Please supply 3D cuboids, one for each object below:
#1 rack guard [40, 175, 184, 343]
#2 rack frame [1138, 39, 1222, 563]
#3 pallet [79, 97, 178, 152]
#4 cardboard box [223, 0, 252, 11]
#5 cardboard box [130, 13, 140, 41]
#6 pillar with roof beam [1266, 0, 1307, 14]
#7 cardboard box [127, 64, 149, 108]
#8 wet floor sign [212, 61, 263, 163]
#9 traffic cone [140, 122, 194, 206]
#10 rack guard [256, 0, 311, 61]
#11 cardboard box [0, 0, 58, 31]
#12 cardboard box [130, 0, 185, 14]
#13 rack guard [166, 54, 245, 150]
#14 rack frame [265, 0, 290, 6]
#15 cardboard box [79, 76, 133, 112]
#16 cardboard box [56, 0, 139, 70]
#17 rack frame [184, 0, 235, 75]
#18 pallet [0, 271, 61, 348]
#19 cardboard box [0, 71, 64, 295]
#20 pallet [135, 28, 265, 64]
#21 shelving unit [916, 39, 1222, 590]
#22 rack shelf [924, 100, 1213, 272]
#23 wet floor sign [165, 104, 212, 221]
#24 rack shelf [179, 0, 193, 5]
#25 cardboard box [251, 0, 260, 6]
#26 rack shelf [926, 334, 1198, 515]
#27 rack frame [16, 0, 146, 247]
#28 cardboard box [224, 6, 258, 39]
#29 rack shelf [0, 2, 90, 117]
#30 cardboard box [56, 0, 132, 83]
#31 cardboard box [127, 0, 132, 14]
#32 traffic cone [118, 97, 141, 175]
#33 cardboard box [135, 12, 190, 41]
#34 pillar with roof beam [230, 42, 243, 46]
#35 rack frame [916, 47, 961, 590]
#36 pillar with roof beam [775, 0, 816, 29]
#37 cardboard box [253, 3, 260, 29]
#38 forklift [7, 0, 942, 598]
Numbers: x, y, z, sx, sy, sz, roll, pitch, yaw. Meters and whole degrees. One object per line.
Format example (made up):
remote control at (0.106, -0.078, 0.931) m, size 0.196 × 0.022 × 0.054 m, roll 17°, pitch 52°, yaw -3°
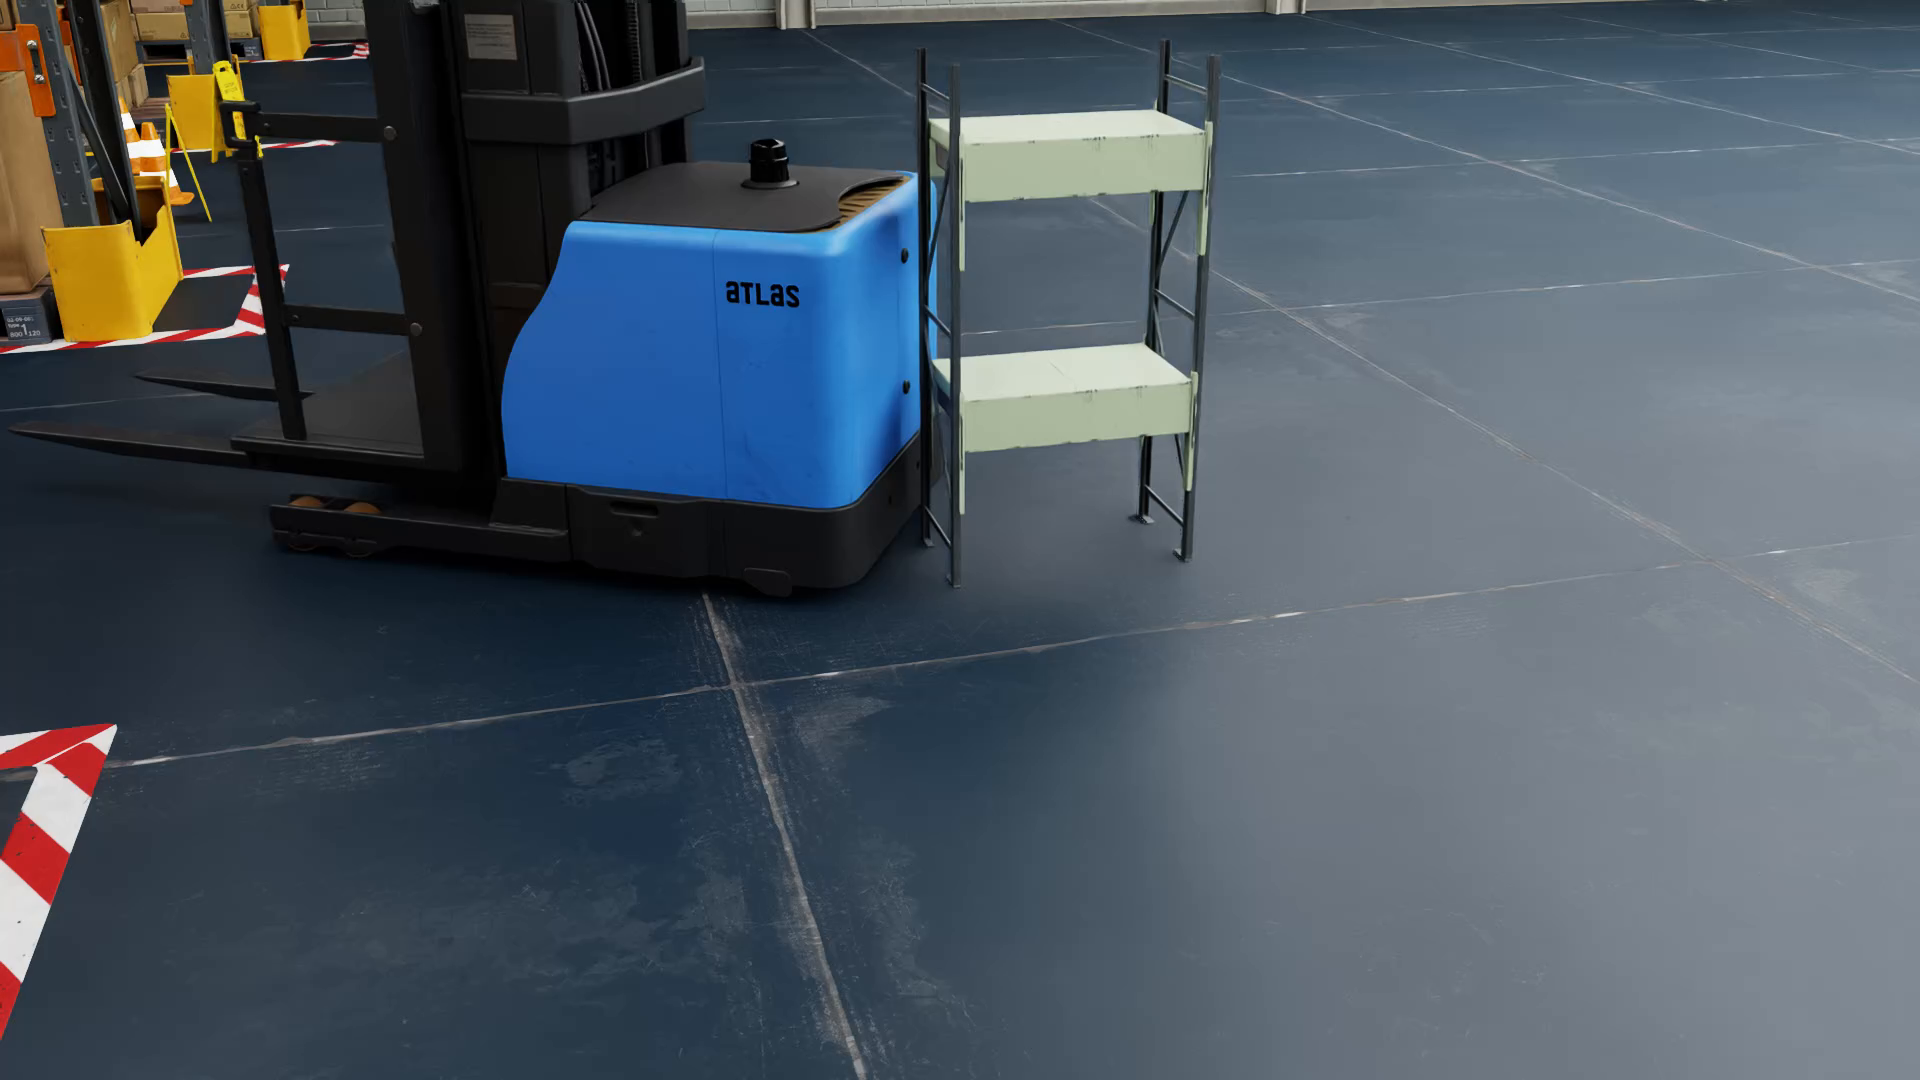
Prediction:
rack guard at (-3.901, -1.323, 7.700) m, size 0.348 × 0.500 × 1.175 m, roll -6°, pitch 24°, yaw -14°
rack frame at (0.646, -0.695, 4.969) m, size 0.023 × 1.500 × 0.400 m, roll -6°, pitch 24°, yaw -14°
pallet at (-6.223, -2.975, 11.916) m, size 1.213 × 0.211 × 1.003 m, roll -6°, pitch 24°, yaw -14°
cardboard box at (-7.087, -5.211, 15.910) m, size 0.500 × 0.250 × 0.500 m, roll -7°, pitch 24°, yaw -15°
cardboard box at (-8.035, -4.882, 15.779) m, size 0.500 × 0.250 × 0.500 m, roll -6°, pitch 24°, yaw -14°
pillar with roof beam at (5.100, -8.891, 14.558) m, size 0.400 × 9.000 × 9.100 m, roll -6°, pitch 24°, yaw -14°
cardboard box at (-6.210, -3.286, 12.059) m, size 0.500 × 0.250 × 0.500 m, roll -7°, pitch 24°, yaw -15°
wet floor sign at (-4.886, -2.870, 11.120) m, size 0.232 × 0.644 × 0.267 m, roll 2°, pitch 23°, yaw 4°
traffic cone at (-4.797, -2.251, 9.910) m, size 0.334 × 0.463 × 0.336 m, roll -6°, pitch 24°, yaw -14°
rack guard at (-6.679, -5.076, 16.445) m, size 0.348 × 0.500 × 1.175 m, roll -6°, pitch 24°, yaw -14°
cardboard box at (-4.269, -2.482, 7.039) m, size 0.550 × 0.550 × 0.875 m, roll -6°, pitch 24°, yaw -14°
cardboard box at (-7.573, -5.161, 15.795) m, size 0.500 × 0.250 × 0.500 m, roll -7°, pitch 24°, yaw -15°
rack guard at (-5.431, -3.181, 12.030) m, size 0.348 × 0.500 × 1.175 m, roll -6°, pitch 24°, yaw -14°
rack frame at (-6.703, -6.222, 15.947) m, size 0.127 × 3.000 × 1.000 m, roll -6°, pitch 24°, yaw -14°
cardboard box at (-6.087, -3.076, 11.570) m, size 0.500 × 0.250 × 0.500 m, roll -6°, pitch 24°, yaw -15°
cardboard box at (-6.232, -3.628, 11.905) m, size 0.500 × 0.500 × 0.500 m, roll -7°, pitch 24°, yaw -16°
rack frame at (-5.358, -4.338, 11.556) m, size 0.127 × 3.000 × 1.000 m, roll -6°, pitch 24°, yaw -14°
pallet at (-4.673, -1.073, 7.483) m, size 1.213 × 0.211 × 1.003 m, roll -6°, pitch 24°, yaw -14°
cardboard box at (-4.559, -1.589, 7.310) m, size 0.875 × 0.875 × 0.875 m, roll -6°, pitch 24°, yaw -14°
pallet at (-7.428, -4.843, 16.270) m, size 1.213 × 0.211 × 1.003 m, roll -6°, pitch 24°, yaw -14°
shelving unit at (0.293, -0.658, 4.881) m, size 0.755 × 1.500 × 0.431 m, roll -6°, pitch 24°, yaw -14°
rack shelf at (0.293, -1.016, 4.727) m, size 0.720 × 0.370 × 0.431 m, roll -6°, pitch 24°, yaw -14°
wet floor sign at (-4.431, -2.142, 9.424) m, size 0.232 × 0.644 × 0.267 m, roll -11°, pitch 25°, yaw -23°
rack shelf at (-7.284, -3.794, 11.201) m, size 4.000 × 0.370 × 1.077 m, roll -6°, pitch 24°, yaw -14°
cardboard box at (-7.211, -5.410, 16.374) m, size 0.500 × 0.250 × 0.500 m, roll -6°, pitch 24°, yaw -13°
rack shelf at (0.293, -0.358, 5.010) m, size 0.720 × 0.370 × 0.431 m, roll -6°, pitch 24°, yaw -14°
rack frame at (-3.924, -2.469, 7.201) m, size 0.127 × 3.000 × 1.000 m, roll -6°, pitch 24°, yaw -14°
cardboard box at (-7.070, -4.981, 16.010) m, size 0.500 × 0.250 × 0.500 m, roll -6°, pitch 24°, yaw -14°
rack shelf at (-5.849, -1.926, 6.846) m, size 4.000 × 0.370 × 1.077 m, roll -6°, pitch 24°, yaw -14°
cardboard box at (-6.059, -3.428, 11.438) m, size 0.500 × 0.500 × 0.500 m, roll -6°, pitch 24°, yaw -14°
cardboard box at (-8.064, -5.098, 15.648) m, size 0.500 × 0.250 × 0.500 m, roll -7°, pitch 24°, yaw -16°
traffic cone at (-5.424, -2.637, 10.808) m, size 0.334 × 0.463 × 0.336 m, roll -6°, pitch 24°, yaw -14°
cardboard box at (-7.551, -4.932, 15.895) m, size 0.500 × 0.250 × 0.500 m, roll -6°, pitch 24°, yaw -14°
pillar with roof beam at (-6.454, -7.613, 11.579) m, size 0.400 × 9.000 × 9.100 m, roll -6°, pitch 24°, yaw -14°
rack frame at (-0.061, -0.620, 4.793) m, size 0.023 × 1.500 × 0.400 m, roll -6°, pitch 24°, yaw -14°
pillar with roof beam at (-0.677, -8.252, 13.069) m, size 0.400 × 9.000 × 9.100 m, roll -6°, pitch 24°, yaw -14°
cardboard box at (-7.228, -5.173, 16.457) m, size 0.500 × 0.250 × 0.500 m, roll -6°, pitch 24°, yaw -14°
forklift at (-1.636, -1.486, 4.995) m, size 3.031 × 2.935 × 1.130 m, roll 6°, pitch 24°, yaw 14°
